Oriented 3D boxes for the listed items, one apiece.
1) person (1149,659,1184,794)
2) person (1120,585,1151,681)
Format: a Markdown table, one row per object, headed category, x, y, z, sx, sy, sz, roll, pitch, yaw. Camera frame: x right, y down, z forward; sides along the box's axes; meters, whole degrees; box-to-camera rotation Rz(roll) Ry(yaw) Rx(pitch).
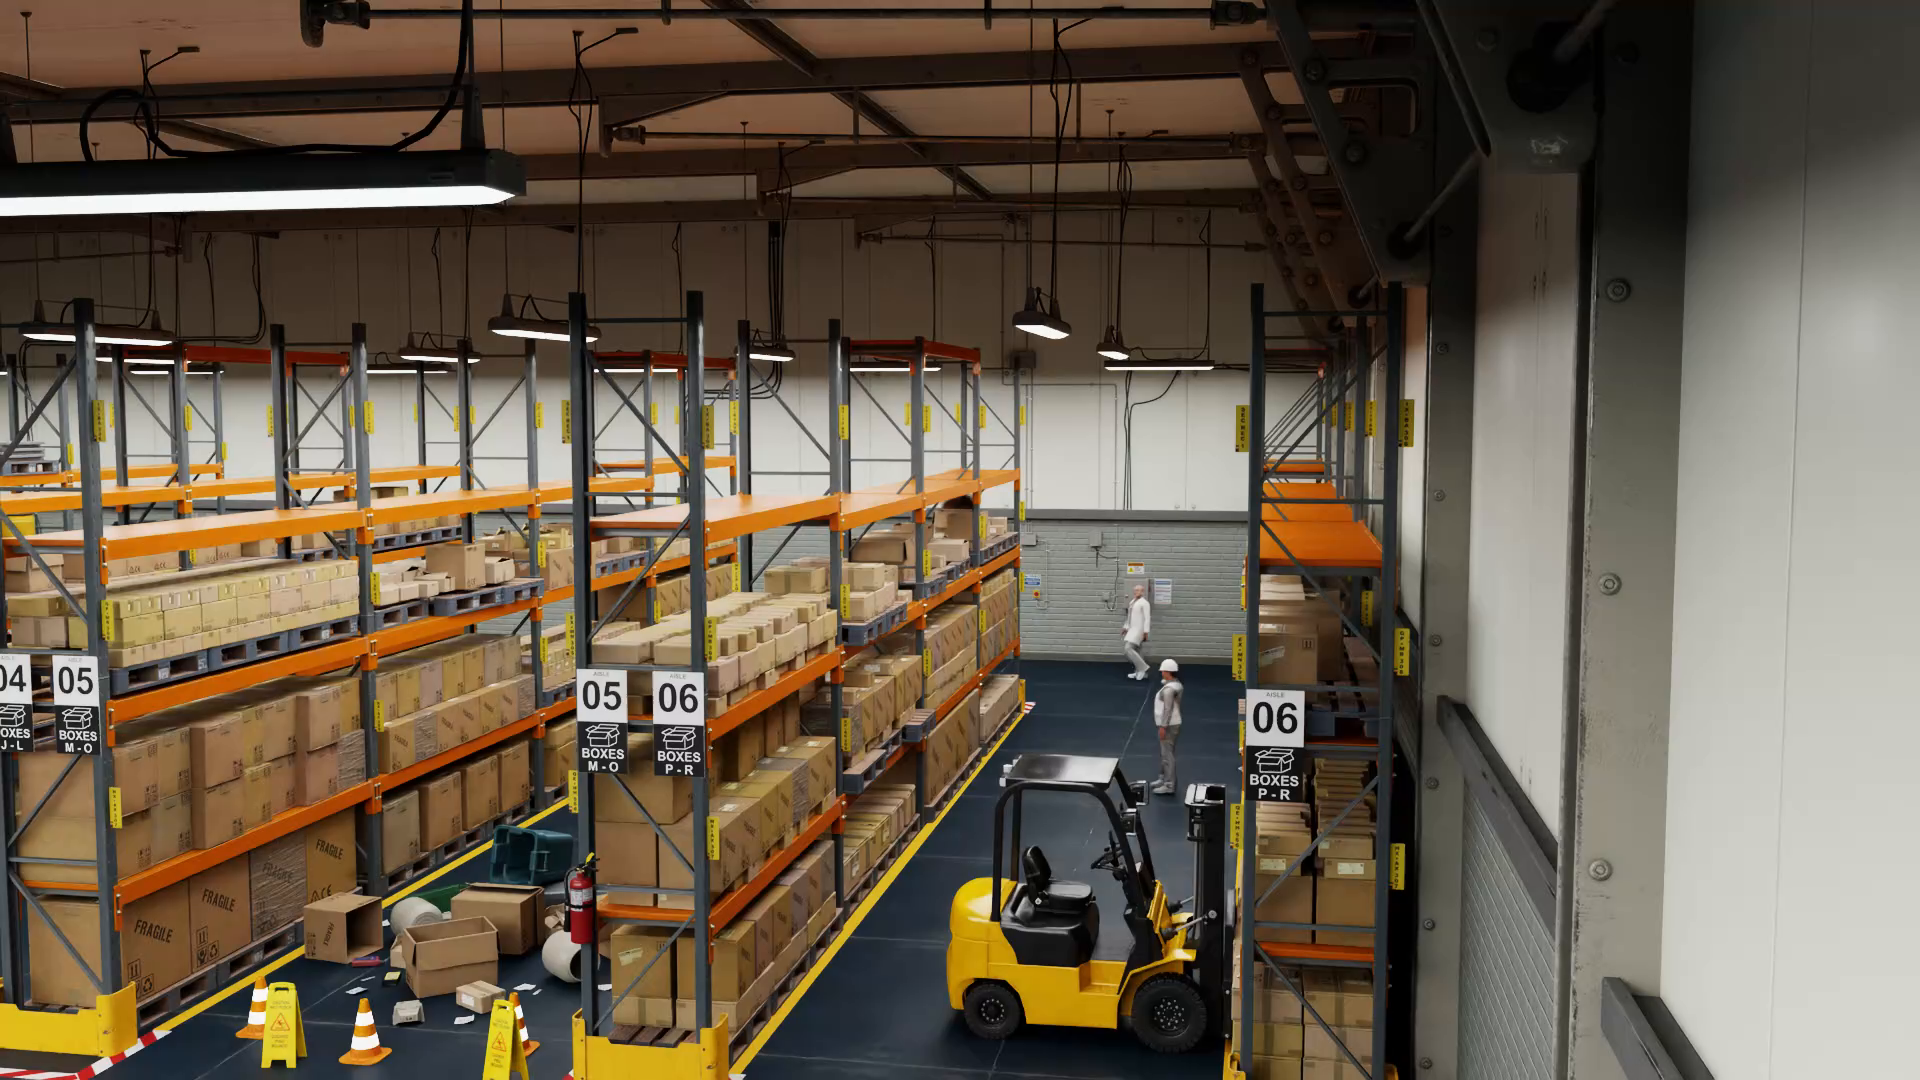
| category | x | y | z | sx | sy | sz | roll | pitch | yaw |
| --- | --- | --- | --- | --- | --- | --- | --- | --- | --- |
| person | 2.771 | 2.481 | 22.366 | 0.452 | 1.767 | 0.603 | 1 | 5 | 12 |
| person | 3.304 | 1.745 | 31.374 | 0.513 | 1.792 | 0.562 | 0 | 5 | -6 |
